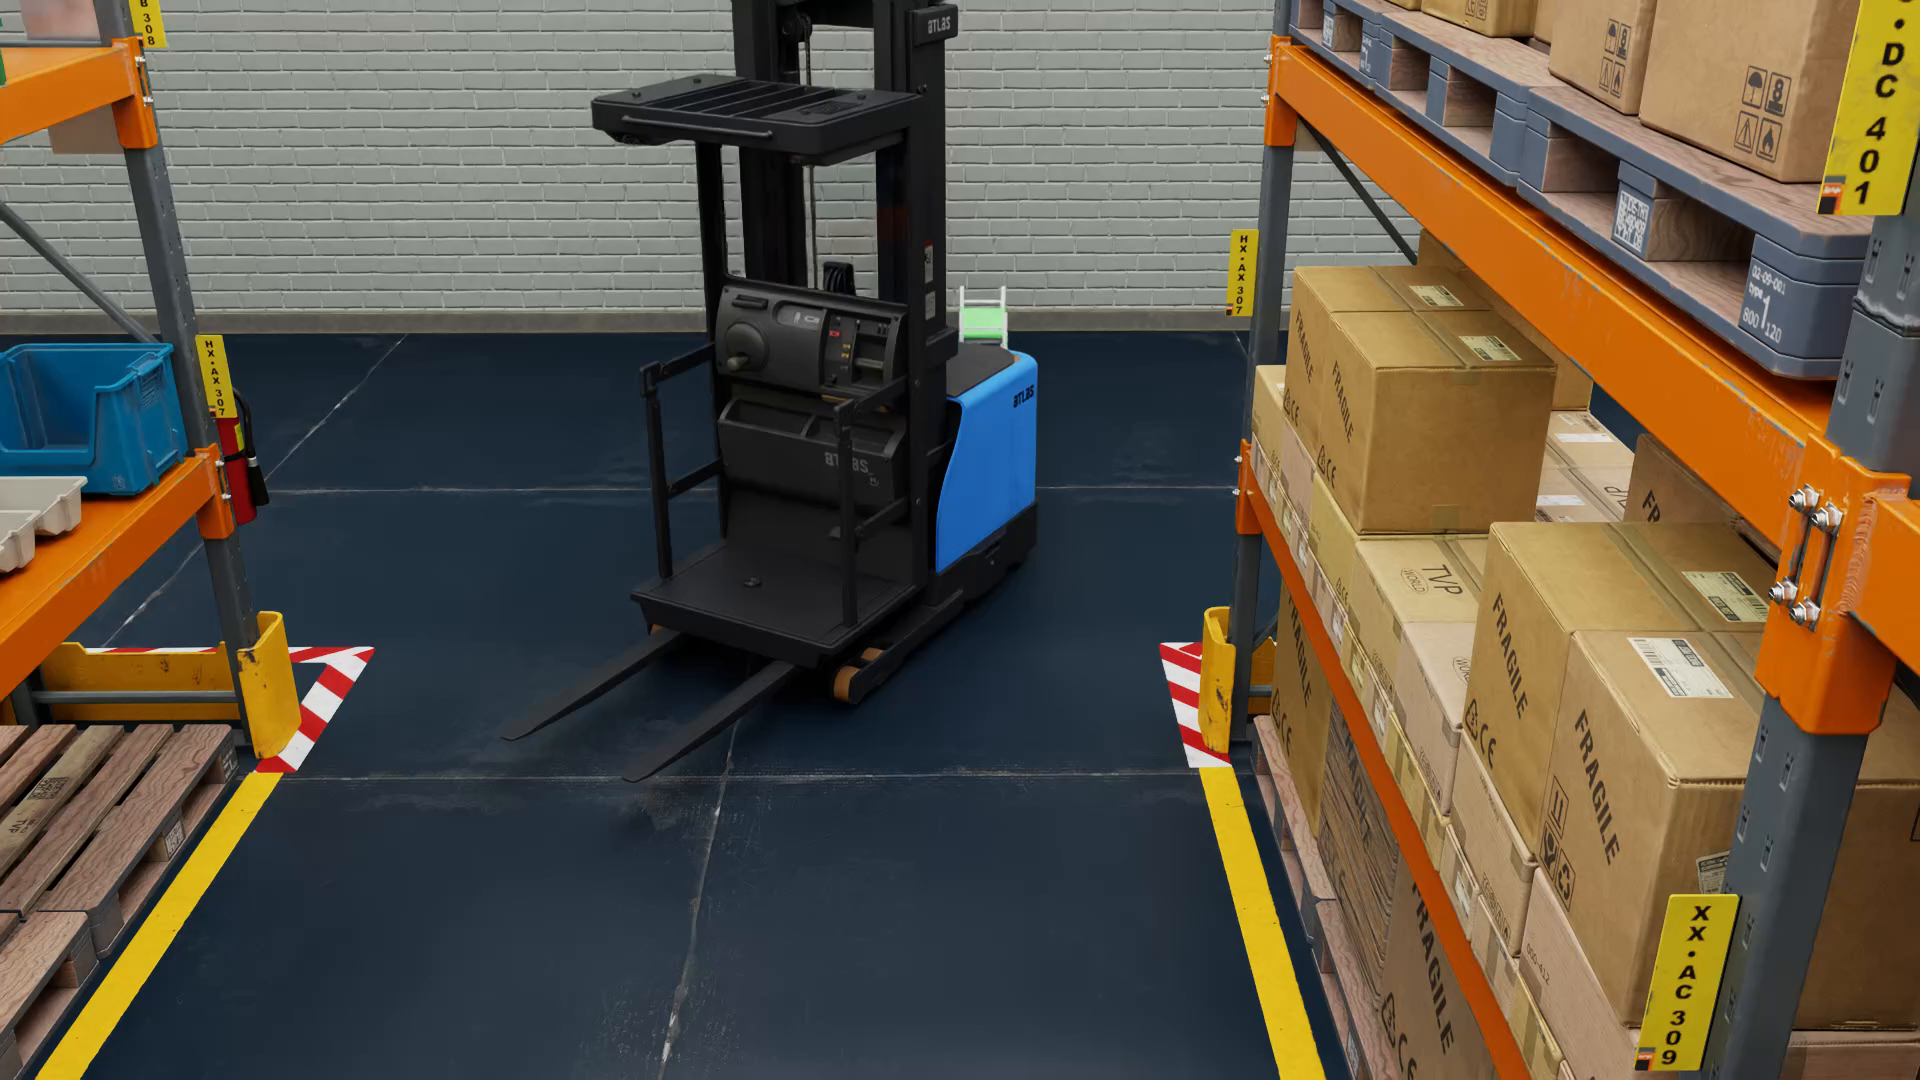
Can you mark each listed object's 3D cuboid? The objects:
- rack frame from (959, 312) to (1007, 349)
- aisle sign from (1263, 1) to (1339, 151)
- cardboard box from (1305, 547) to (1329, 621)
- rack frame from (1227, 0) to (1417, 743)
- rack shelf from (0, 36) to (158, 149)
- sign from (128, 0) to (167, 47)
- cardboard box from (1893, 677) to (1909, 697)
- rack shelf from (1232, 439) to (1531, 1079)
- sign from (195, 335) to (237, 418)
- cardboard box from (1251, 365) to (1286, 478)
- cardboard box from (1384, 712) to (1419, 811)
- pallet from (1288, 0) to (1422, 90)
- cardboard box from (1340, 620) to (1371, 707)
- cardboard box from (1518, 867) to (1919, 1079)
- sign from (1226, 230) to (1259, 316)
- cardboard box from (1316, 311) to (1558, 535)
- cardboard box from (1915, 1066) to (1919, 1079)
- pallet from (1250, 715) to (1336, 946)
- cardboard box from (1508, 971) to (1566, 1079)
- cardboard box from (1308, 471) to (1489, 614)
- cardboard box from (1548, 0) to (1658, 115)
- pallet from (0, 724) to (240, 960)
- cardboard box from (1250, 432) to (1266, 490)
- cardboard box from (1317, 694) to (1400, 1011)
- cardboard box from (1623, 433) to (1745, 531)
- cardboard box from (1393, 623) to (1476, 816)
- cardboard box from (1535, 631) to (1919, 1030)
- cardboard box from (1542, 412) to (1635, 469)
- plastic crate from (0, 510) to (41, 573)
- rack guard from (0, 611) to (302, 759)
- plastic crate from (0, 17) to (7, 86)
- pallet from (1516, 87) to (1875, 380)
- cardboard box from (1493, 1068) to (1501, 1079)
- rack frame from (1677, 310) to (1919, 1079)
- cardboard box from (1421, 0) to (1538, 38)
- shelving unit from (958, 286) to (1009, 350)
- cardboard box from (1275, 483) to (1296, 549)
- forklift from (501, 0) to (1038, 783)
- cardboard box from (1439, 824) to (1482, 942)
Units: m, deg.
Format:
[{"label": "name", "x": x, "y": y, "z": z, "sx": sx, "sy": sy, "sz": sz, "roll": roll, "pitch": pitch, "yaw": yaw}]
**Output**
[{"label": "rack frame", "x": 0.117, "y": -0.598, "z": 8.617, "sx": 0.240, "sy": 1.200, "sz": 0.015, "roll": 0, "pitch": 24, "yaw": 0}, {"label": "aisle sign", "x": 1.296, "y": -1.768, "z": 5.863, "sx": 0.394, "sy": 0.787, "sz": 0.004, "roll": 0, "pitch": 24, "yaw": -1}, {"label": "cardboard box", "x": 1.284, "y": 0.131, "z": 5.125, "sx": 0.380, "sy": 0.149, "sz": 0.250, "roll": -1, "pitch": 24, "yaw": -2}, {"label": "rack frame", "x": 1.597, "y": -0.555, "z": 6.336, "sx": 1.000, "sy": 3.000, "sz": 0.127, "roll": 0, "pitch": 24, "yaw": -1}, {"label": "rack shelf", "x": -3.334, "y": -0.747, "z": 3.995, "sx": 1.077, "sy": 0.370, "sz": 4.000, "roll": 0, "pitch": 24, "yaw": -1}, {"label": "sign", "x": -2.806, "y": -1.861, "z": 5.711, "sx": 0.100, "sy": 0.325, "sz": 0.005, "roll": 0, "pitch": 24, "yaw": -1}, {"label": "cardboard box", "x": 1.891, "y": 0.486, "z": 2.946, "sx": 0.500, "sy": 0.500, "sz": 0.500, "roll": 0, "pitch": 24, "yaw": -1}, {"label": "rack shelf", "x": 1.618, "y": 0.597, "z": 4.663, "sx": 1.077, "sy": 0.370, "sz": 4.000, "roll": 0, "pitch": 24, "yaw": -1}, {"label": "sign", "x": -2.806, "y": -0.616, "z": 6.274, "sx": 0.100, "sy": 0.325, "sz": 0.005, "roll": 0, "pitch": 24, "yaw": -1}, {"label": "cardboard box", "x": 1.332, "y": -0.423, "z": 5.866, "sx": 0.500, "sy": 0.250, "sz": 0.500, "roll": -1, "pitch": 24, "yaw": -2}, {"label": "cardboard box", "x": 1.295, "y": 0.554, "z": 4.189, "sx": 0.380, "sy": 0.149, "sz": 0.250, "roll": -1, "pitch": 24, "yaw": -1}, {"label": "pallet", "x": 1.615, "y": -1.575, "z": 5.061, "sx": 1.003, "sy": 0.211, "sz": 1.213, "roll": 0, "pitch": 24, "yaw": -1}, {"label": "cardboard box", "x": 1.289, "y": 0.341, "z": 4.660, "sx": 0.380, "sy": 0.149, "sz": 0.250, "roll": -1, "pitch": 24, "yaw": -2}, {"label": "cardboard box", "x": 1.373, "y": 0.846, "z": 3.061, "sx": 0.500, "sy": 0.250, "sz": 0.500, "roll": -1, "pitch": 24, "yaw": -2}, {"label": "sign", "x": 1.042, "y": -0.985, "z": 6.142, "sx": 0.100, "sy": 0.325, "sz": 0.005, "roll": 0, "pitch": 24, "yaw": -1}, {"label": "cardboard box", "x": 1.349, "y": -0.345, "z": 4.784, "sx": 0.500, "sy": 0.500, "sz": 0.500, "roll": -1, "pitch": 24, "yaw": -2}, {"label": "cardboard box", "x": 1.897, "y": 0.832, "z": 3.092, "sx": 0.500, "sy": 0.250, "sz": 0.500, "roll": -1, "pitch": 24, "yaw": -2}, {"label": "pallet", "x": 1.684, "y": 1.045, "z": 6.183, "sx": 1.003, "sy": 0.211, "sz": 1.213, "roll": 0, "pitch": 24, "yaw": -1}, {"label": "cardboard box", "x": 1.306, "y": 0.978, "z": 3.253, "sx": 0.380, "sy": 0.149, "sz": 0.250, "roll": 0, "pitch": 24, "yaw": 0}, {"label": "cardboard box", "x": 1.346, "y": -0.002, "z": 4.935, "sx": 0.500, "sy": 0.250, "sz": 0.500, "roll": -1, "pitch": 24, "yaw": -2}, {"label": "cardboard box", "x": 1.570, "y": -1.099, "z": 3.149, "sx": 0.700, "sy": 0.500, "sz": 0.500, "roll": 1, "pitch": 24, "yaw": 2}, {"label": "pallet", "x": -3.386, "y": 1.078, "z": 6.110, "sx": 1.003, "sy": 0.211, "sz": 1.213, "roll": 0, "pitch": 24, "yaw": -1}, {"label": "cardboard box", "x": 1.271, "y": -0.292, "z": 6.062, "sx": 0.380, "sy": 0.149, "sz": 0.250, "roll": 0, "pitch": 24, "yaw": 0}, {"label": "cardboard box", "x": 1.694, "y": 0.860, "z": 5.276, "sx": 0.875, "sy": 0.875, "sz": 0.875, "roll": 0, "pitch": 24, "yaw": -1}, {"label": "cardboard box", "x": 1.883, "y": 0.069, "z": 3.869, "sx": 0.500, "sy": 0.500, "sz": 0.500, "roll": -1, "pitch": 24, "yaw": -2}, {"label": "cardboard box", "x": 1.359, "y": 0.422, "z": 3.998, "sx": 0.500, "sy": 0.250, "sz": 0.500, "roll": 0, "pitch": 24, "yaw": 1}, {"label": "cardboard box", "x": 1.368, "y": 0.496, "z": 2.923, "sx": 0.500, "sy": 0.500, "sz": 0.500, "roll": 0, "pitch": 24, "yaw": 1}, {"label": "cardboard box", "x": 1.872, "y": -0.214, "z": 5.405, "sx": 0.500, "sy": 0.250, "sz": 0.500, "roll": -1, "pitch": 24, "yaw": -1}, {"label": "plastic crate", "x": -3.177, "y": 0.015, "z": 5.324, "sx": 0.396, "sy": 0.136, "sz": 0.243, "roll": 0, "pitch": 24, "yaw": -1}, {"label": "rack guard", "x": -3.369, "y": 0.597, "z": 6.824, "sx": 1.175, "sy": 0.500, "sz": 0.348, "roll": 0, "pitch": 24, "yaw": -1}, {"label": "plastic crate", "x": -3.060, "y": -1.397, "z": 4.817, "sx": 0.450, "sy": 0.188, "sz": 0.336, "roll": 0, "pitch": 24, "yaw": -1}, {"label": "pallet", "x": 1.642, "y": -0.570, "z": 2.838, "sx": 1.003, "sy": 0.211, "sz": 1.213, "roll": 0, "pitch": 24, "yaw": -1}, {"label": "cardboard box", "x": 1.713, "y": 1.598, "z": 3.646, "sx": 0.875, "sy": 0.875, "sz": 0.875, "roll": 0, "pitch": 24, "yaw": -1}, {"label": "rack frame", "x": 1.640, "y": 1.094, "z": 2.692, "sx": 1.000, "sy": 3.000, "sz": 0.127, "roll": 0, "pitch": 24, "yaw": -1}, {"label": "cardboard box", "x": 1.596, "y": -1.545, "z": 4.133, "sx": 0.700, "sy": 0.500, "sz": 0.500, "roll": -2, "pitch": 24, "yaw": -4}, {"label": "shelving unit", "x": 0.118, "y": -0.699, "z": 8.839, "sx": 0.258, "sy": 1.200, "sz": 0.503, "roll": 0, "pitch": 24, "yaw": 0}, {"label": "cardboard box", "x": 1.278, "y": -0.081, "z": 5.595, "sx": 0.380, "sy": 0.149, "sz": 0.250, "roll": -1, "pitch": 24, "yaw": -2}, {"label": "forklift", "x": -0.767, "y": -0.839, "z": 7.048, "sx": 1.130, "sy": 2.935, "sz": 3.031, "roll": 13, "pitch": 27, "yaw": 27}, {"label": "cardboard box", "x": 1.301, "y": 0.766, "z": 3.721, "sx": 0.380, "sy": 0.149, "sz": 0.250, "roll": 0, "pitch": 24, "yaw": 0}]
